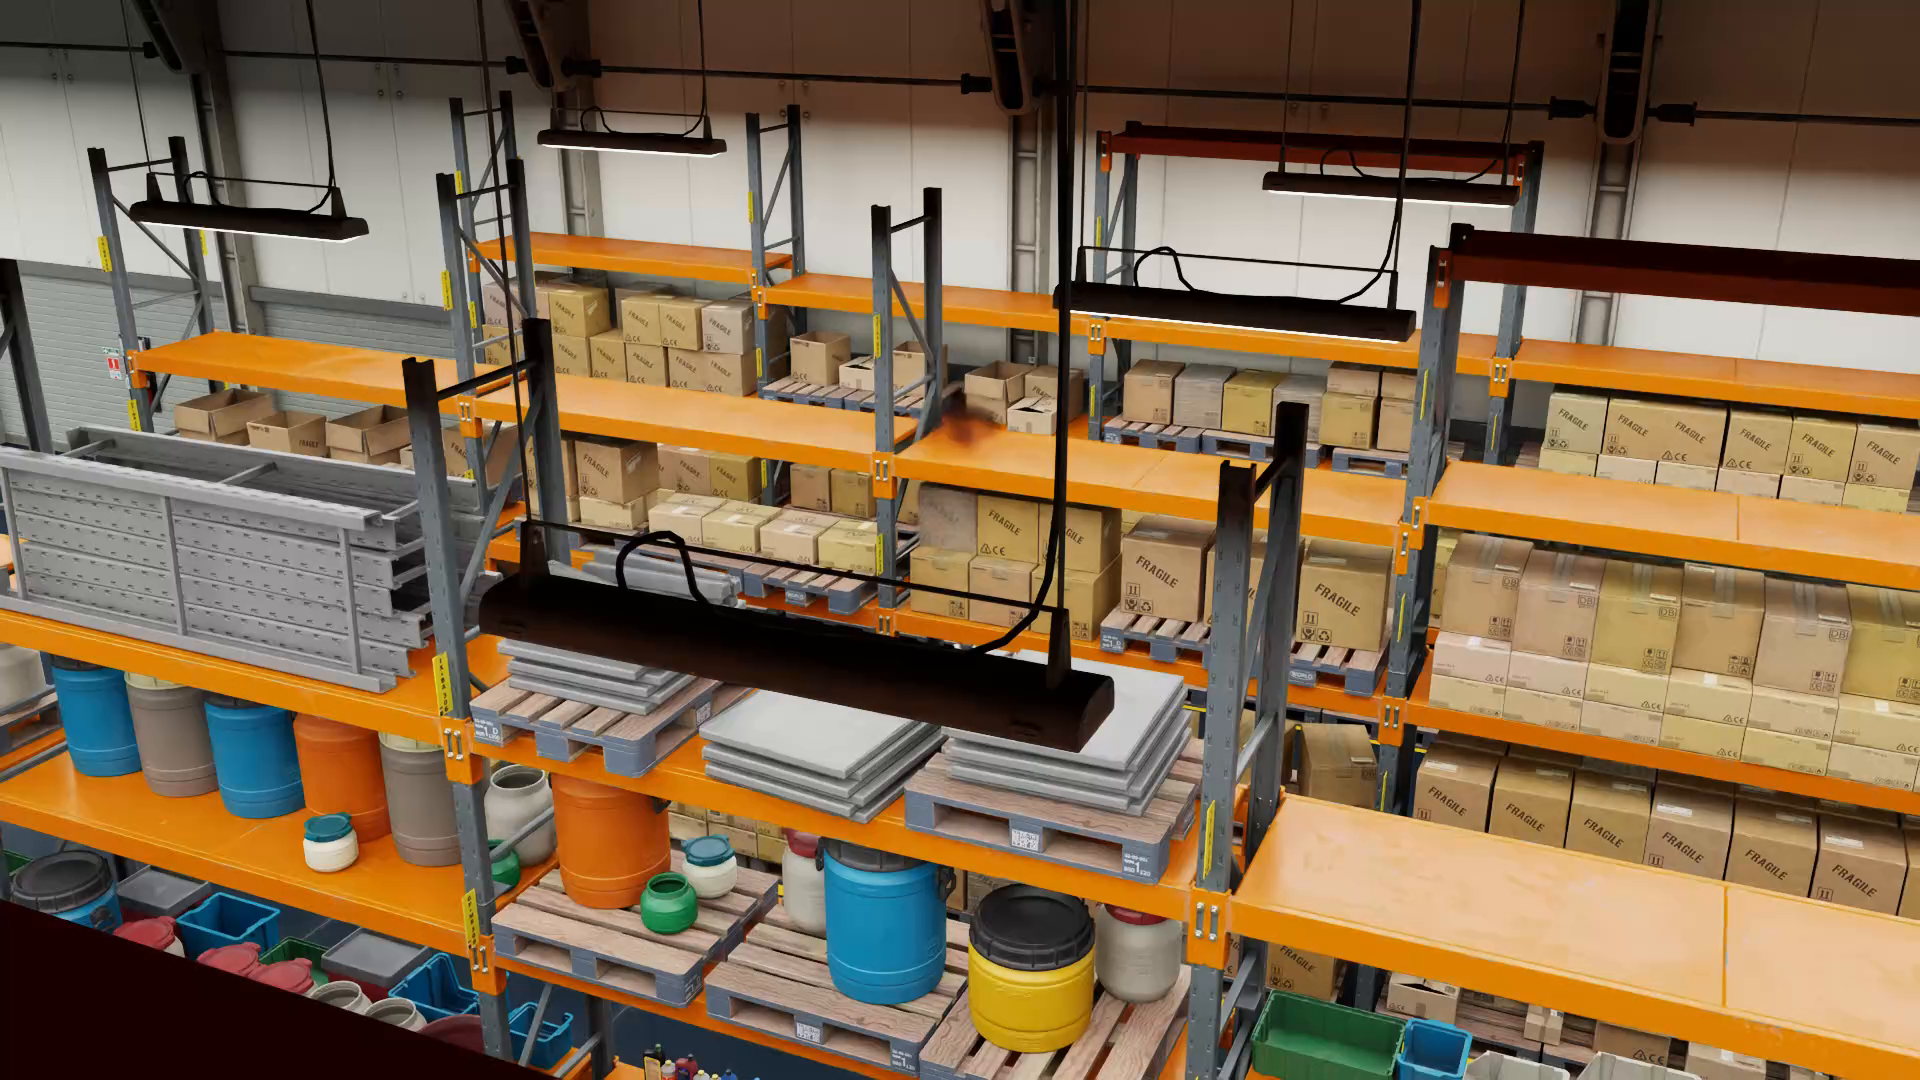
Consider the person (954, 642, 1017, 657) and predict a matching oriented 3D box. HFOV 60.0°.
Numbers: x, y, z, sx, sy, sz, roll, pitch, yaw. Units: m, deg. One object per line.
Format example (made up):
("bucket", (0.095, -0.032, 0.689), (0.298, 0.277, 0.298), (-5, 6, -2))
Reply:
("person", (0.293, 1.196, 17.056), (0.666, 1.797, 0.678), (-19, 28, -41))
